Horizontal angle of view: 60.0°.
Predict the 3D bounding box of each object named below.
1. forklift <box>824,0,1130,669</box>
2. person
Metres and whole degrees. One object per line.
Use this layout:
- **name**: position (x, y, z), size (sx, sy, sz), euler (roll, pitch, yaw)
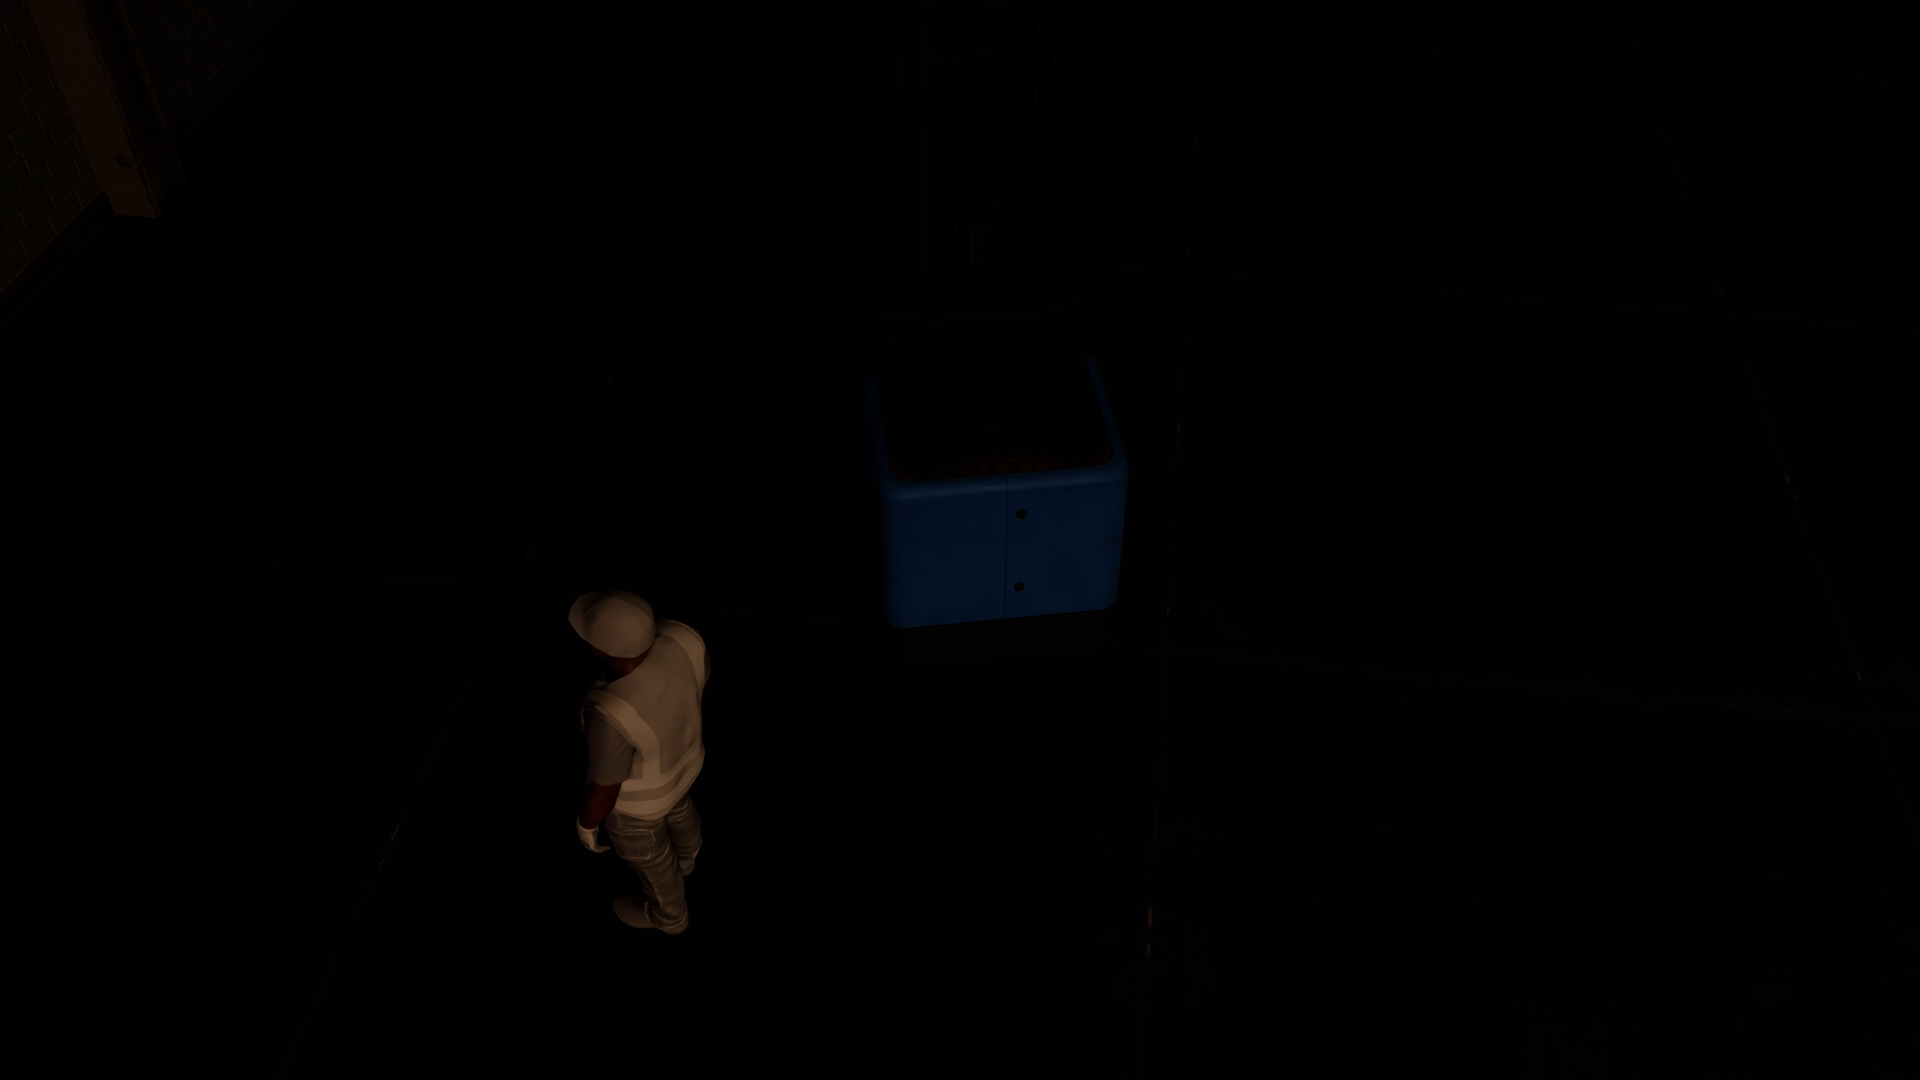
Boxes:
- **forklift**: position (-0.007, -1.521, 7.380), size (1.130, 2.935, 3.031), euler (-5, 43, -6)
- **person**: position (-1.145, 0.763, 5.733), size (0.578, 1.783, 0.660), euler (19, 46, 19)
